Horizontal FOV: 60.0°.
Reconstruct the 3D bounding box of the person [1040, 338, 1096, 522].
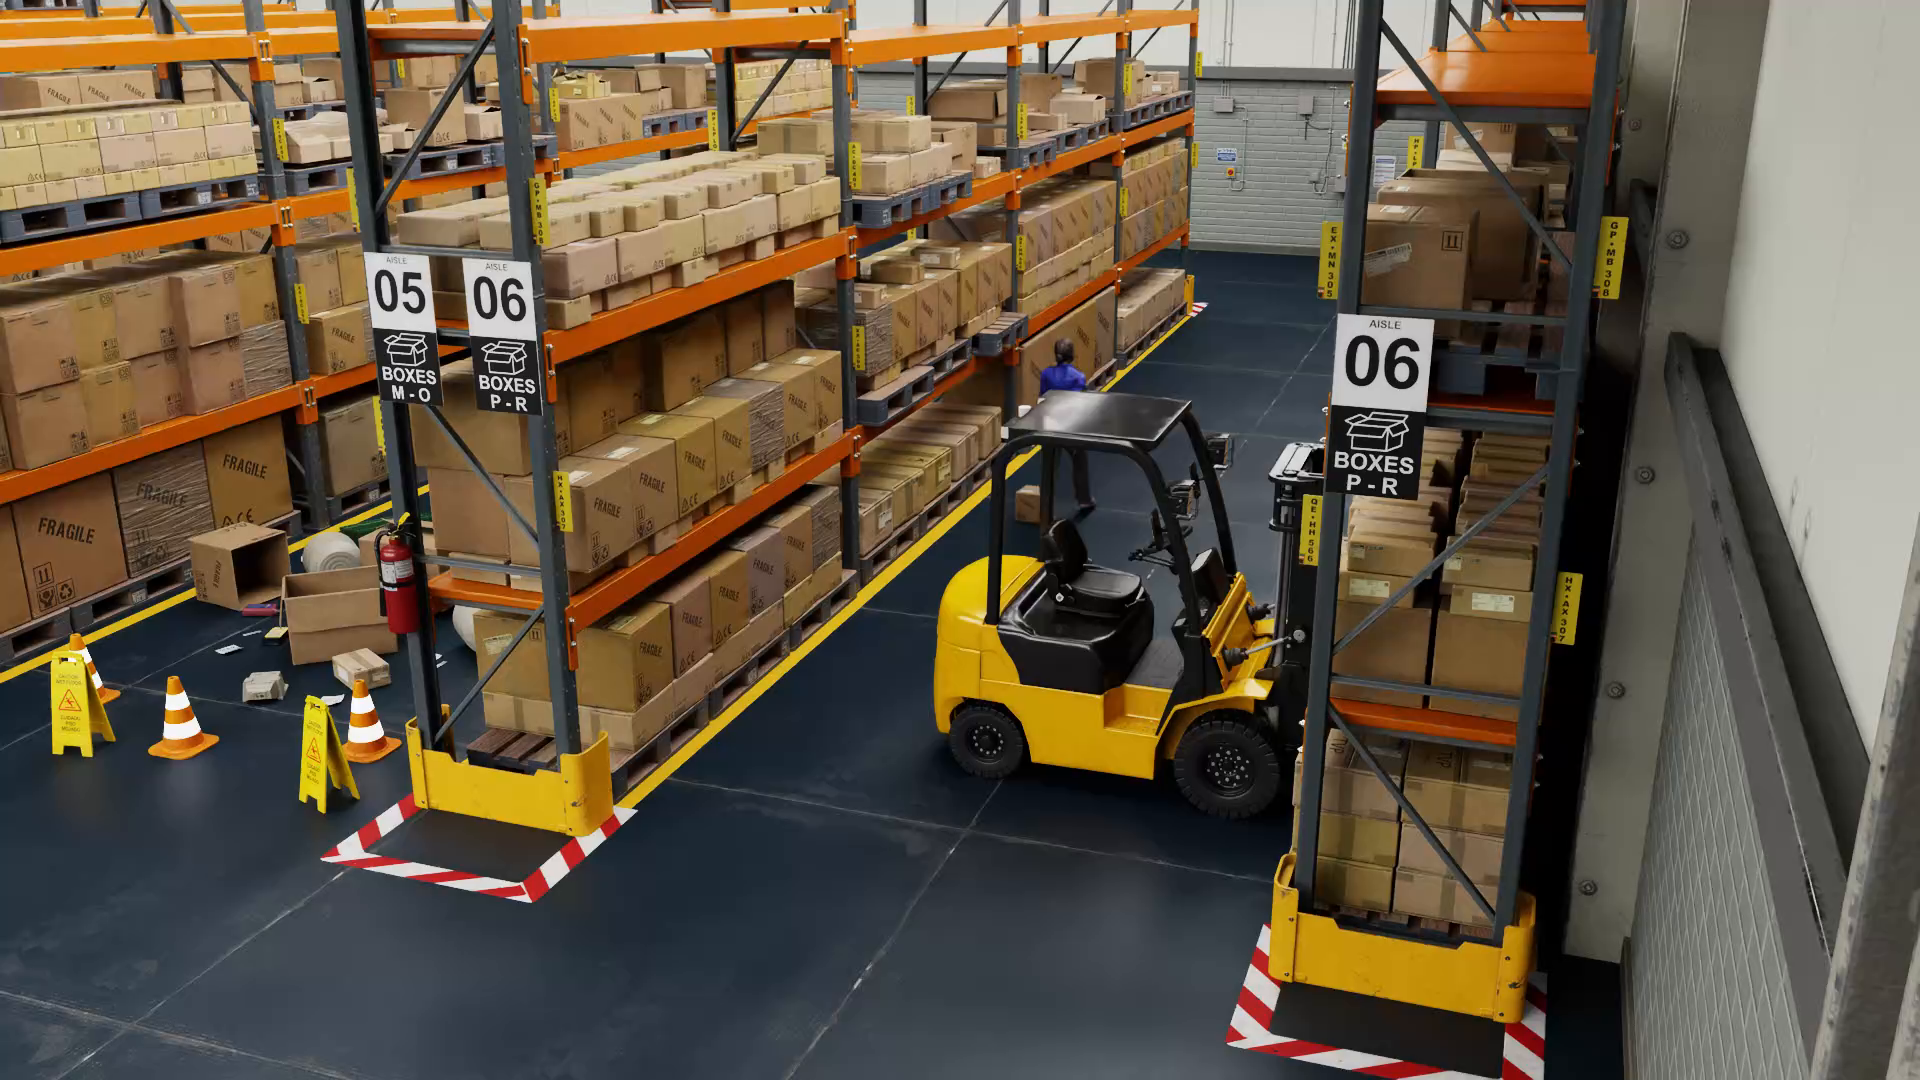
[{"bbox_3d":[0.917,-0.982,14.415,0.454,1.605,0.952,7,20,20],"label":"person"}]
